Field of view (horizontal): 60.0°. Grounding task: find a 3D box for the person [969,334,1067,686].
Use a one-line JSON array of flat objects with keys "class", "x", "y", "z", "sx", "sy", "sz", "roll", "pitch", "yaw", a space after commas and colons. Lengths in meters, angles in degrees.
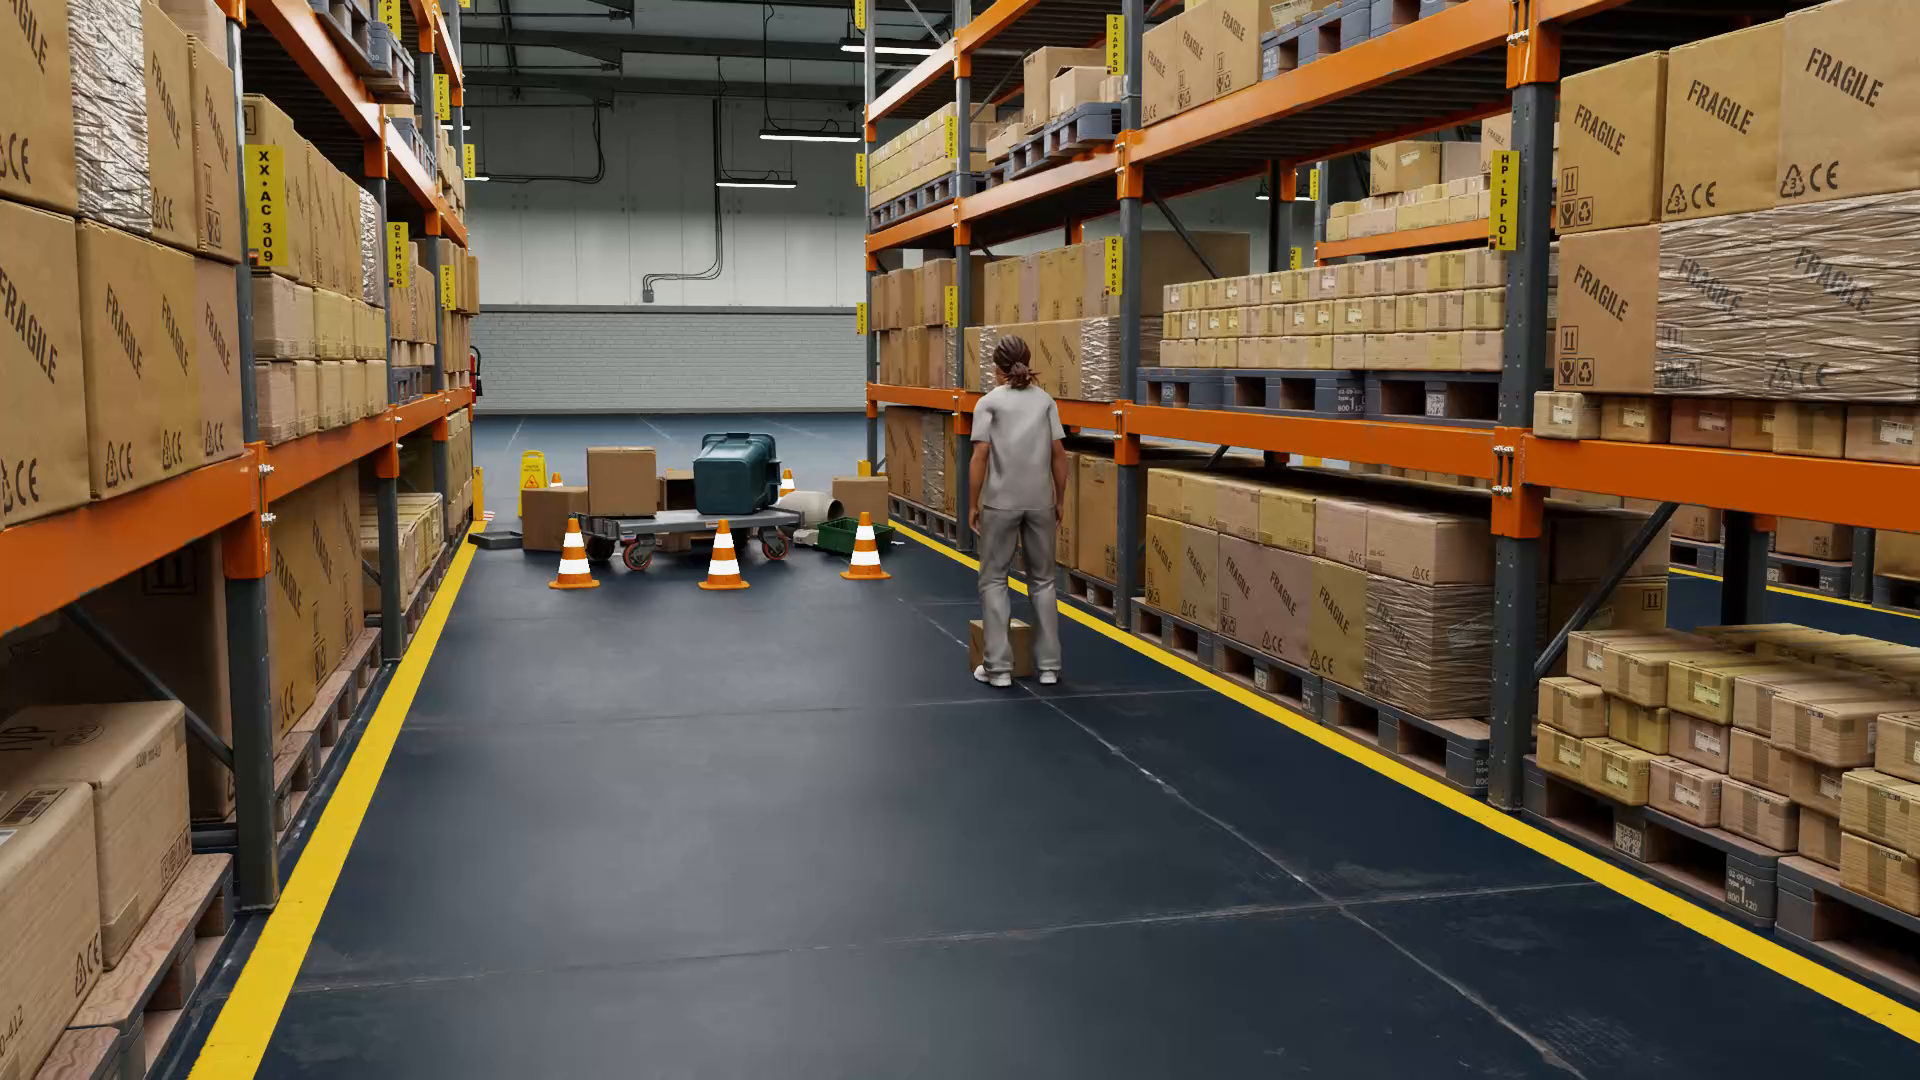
[{"class": "person", "x": 0.272, "y": -0.142, "z": 7.957, "sx": 0.485, "sy": 1.672, "sz": 0.358, "roll": -2, "pitch": 6, "yaw": -14}]
